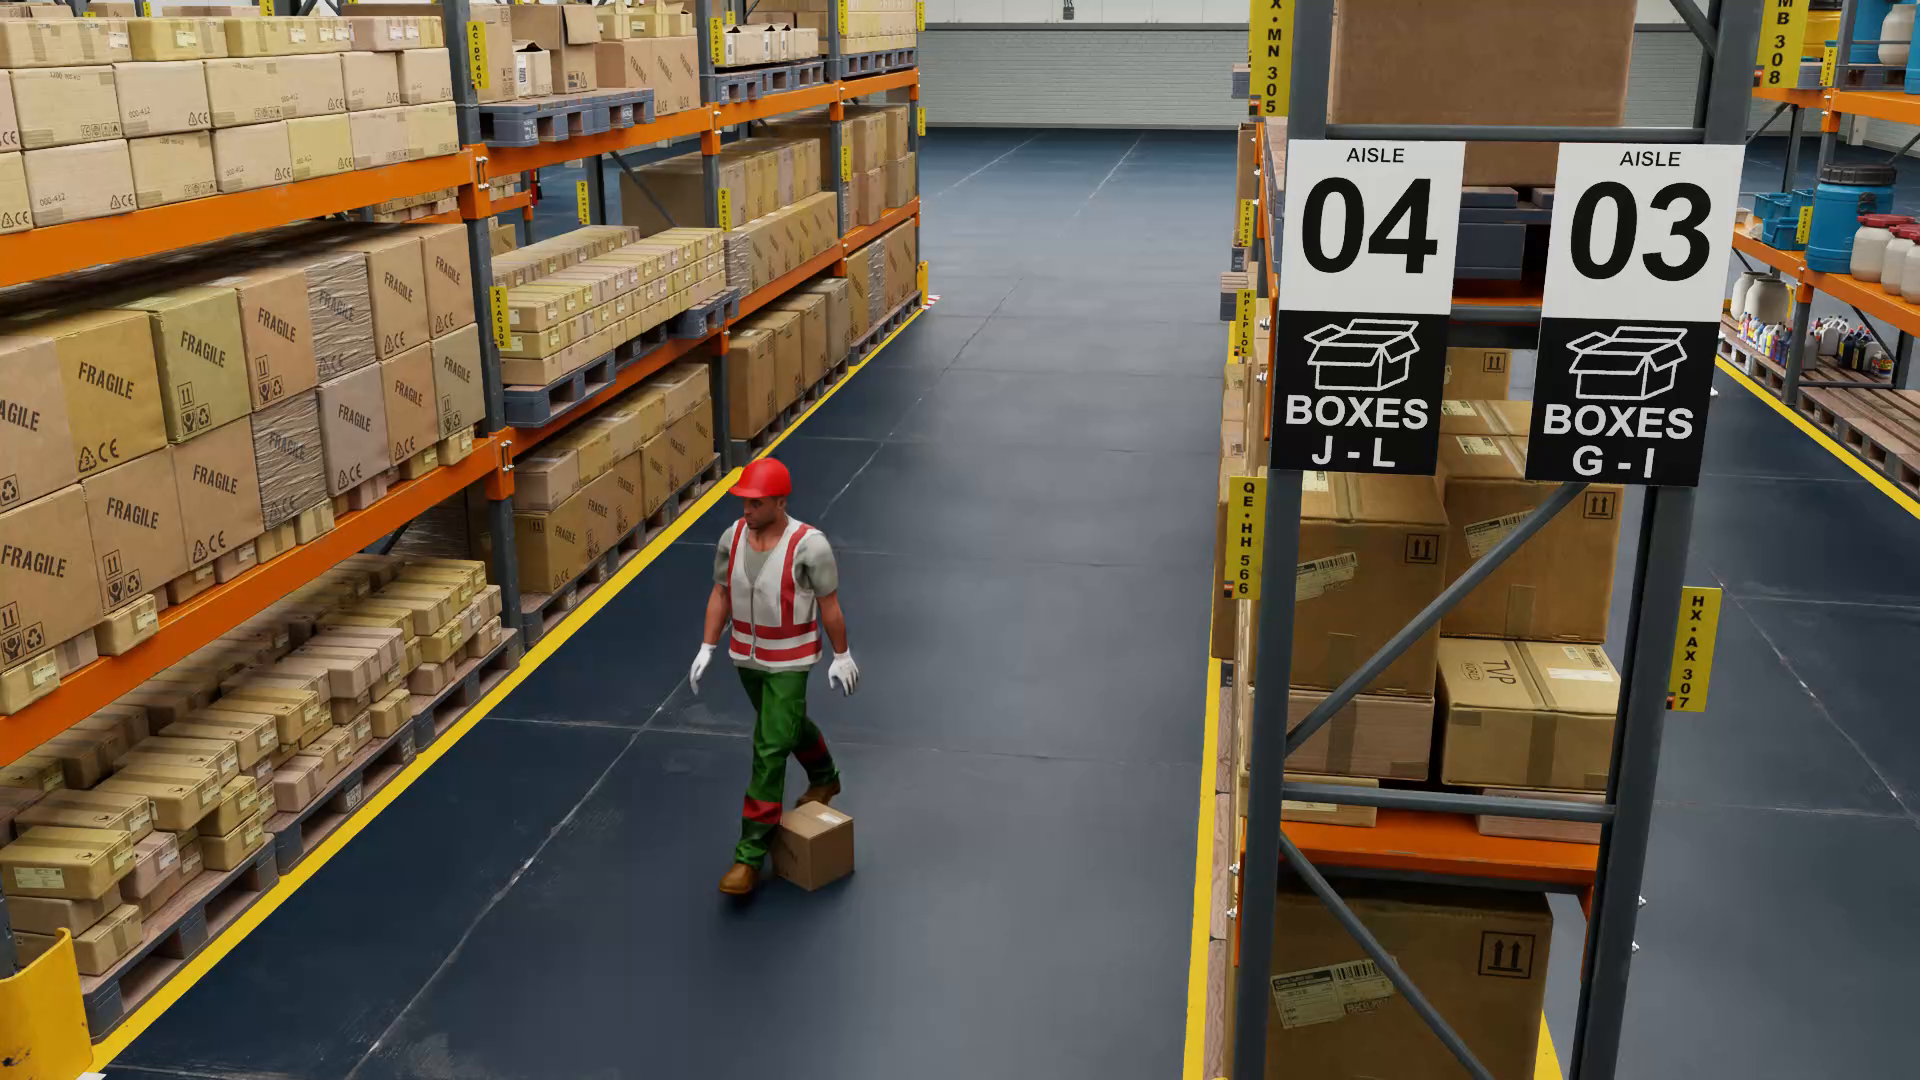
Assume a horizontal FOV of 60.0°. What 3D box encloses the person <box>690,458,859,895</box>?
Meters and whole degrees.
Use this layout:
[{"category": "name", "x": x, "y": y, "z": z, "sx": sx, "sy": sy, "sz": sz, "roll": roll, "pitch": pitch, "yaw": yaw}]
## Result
[{"category": "person", "x": -0.816, "y": 0.504, "z": 6.949, "sx": 0.609, "sy": 1.733, "sz": 1.076, "roll": 11, "pitch": 21, "yaw": 30}]
